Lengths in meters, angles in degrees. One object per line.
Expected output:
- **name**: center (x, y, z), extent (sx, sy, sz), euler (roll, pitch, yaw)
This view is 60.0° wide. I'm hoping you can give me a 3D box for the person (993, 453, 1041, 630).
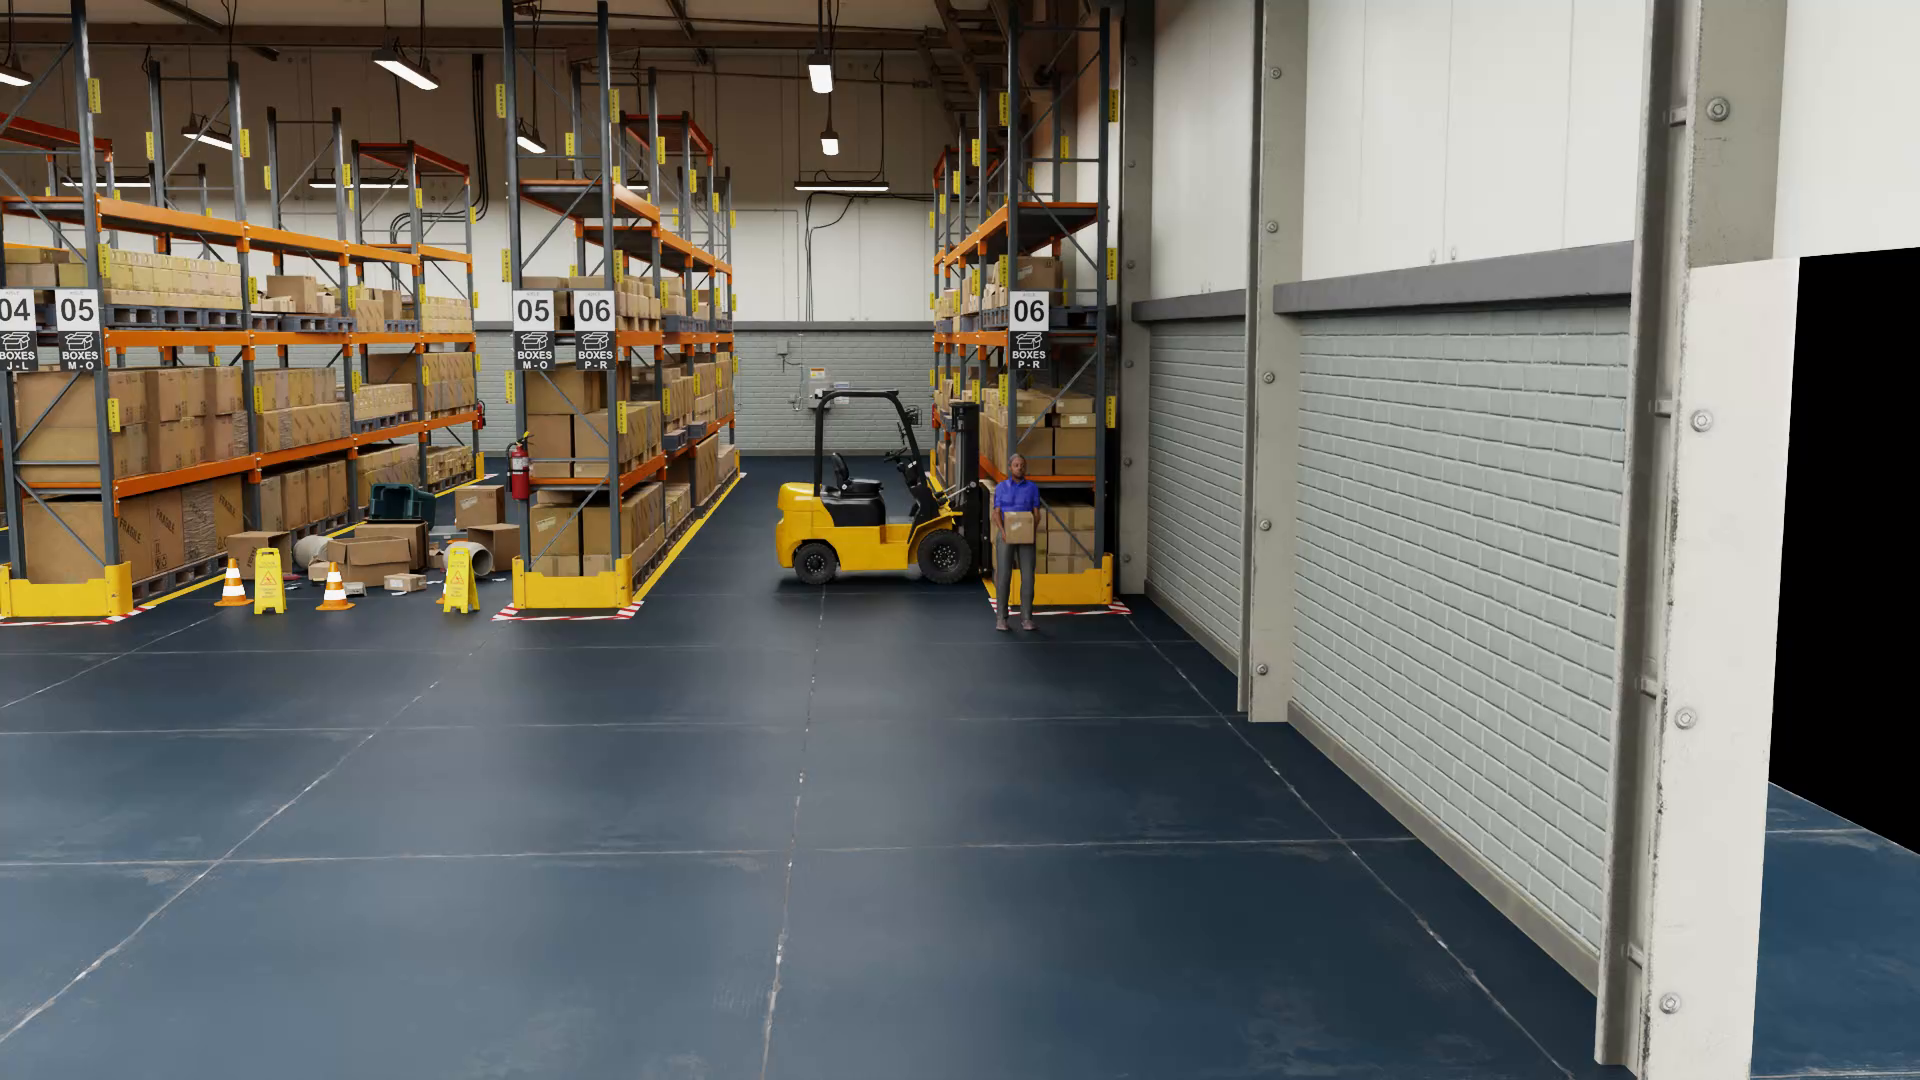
- **person**: center (0.539, 0.021, 15.602), extent (0.460, 1.653, 0.500), euler (0, 7, -4)
